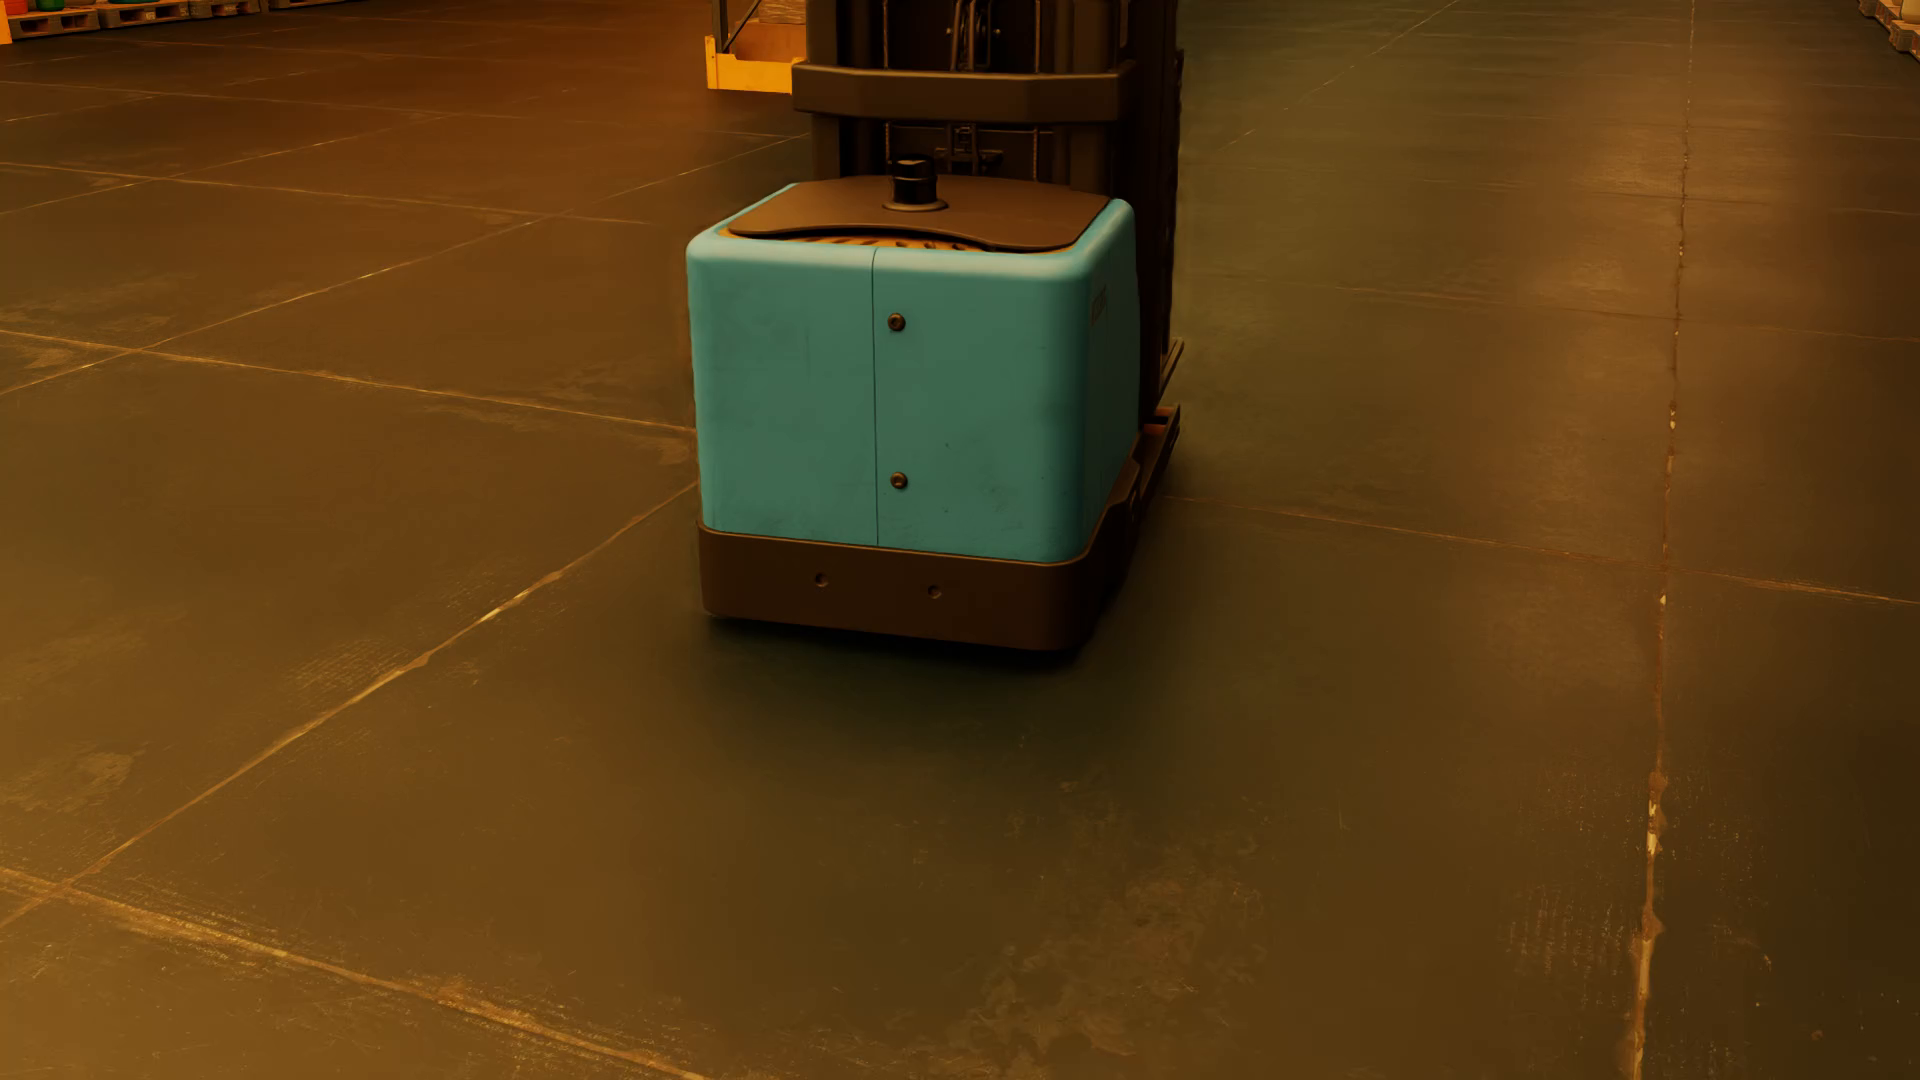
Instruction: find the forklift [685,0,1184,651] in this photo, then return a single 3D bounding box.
[{"bbox_3d":[0.151,-1.609,5.141,1.130,2.935,3.031,5,23,13],"label":"forklift"}]
